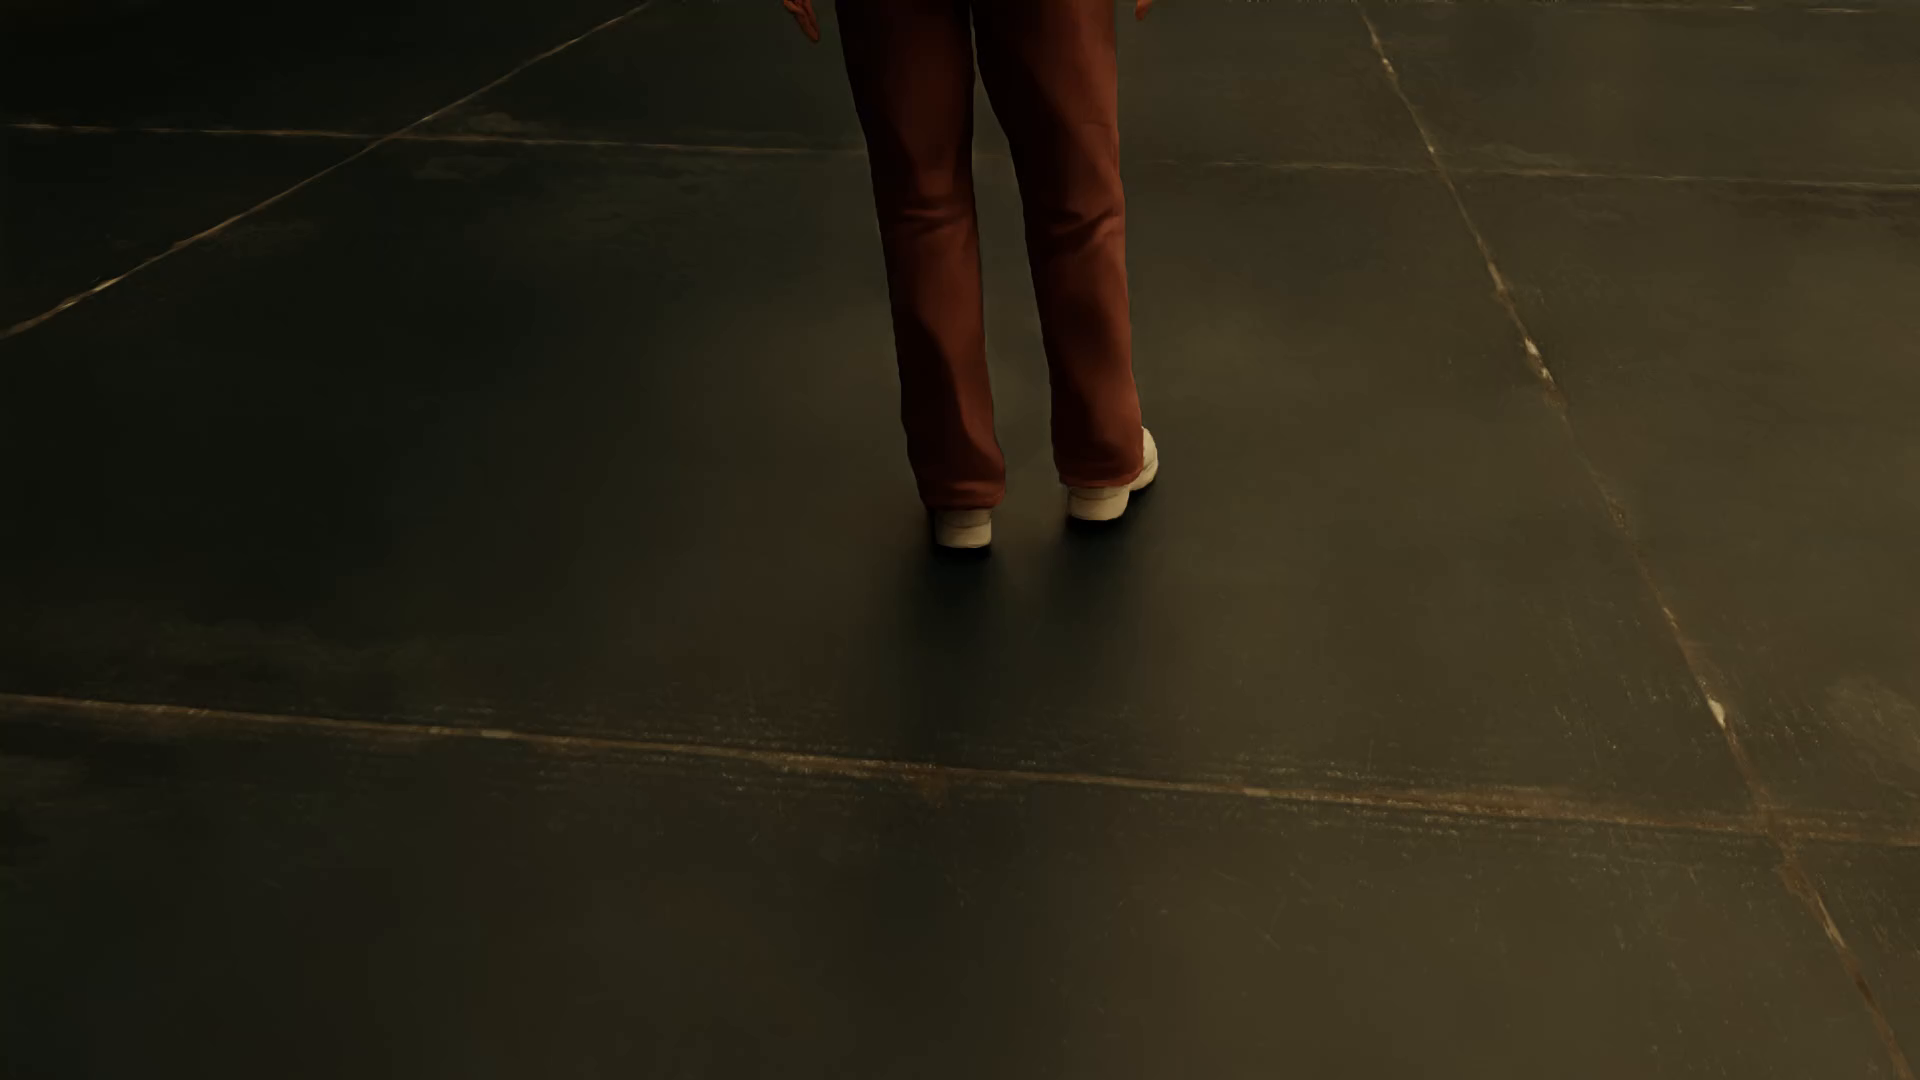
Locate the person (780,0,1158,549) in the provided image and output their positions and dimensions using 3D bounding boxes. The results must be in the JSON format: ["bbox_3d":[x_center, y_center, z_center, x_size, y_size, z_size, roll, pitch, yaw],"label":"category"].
[{"bbox_3d":[0.021,-0.788,2.187,0.554,1.674,0.548,3,27,7],"label":"person"}]
